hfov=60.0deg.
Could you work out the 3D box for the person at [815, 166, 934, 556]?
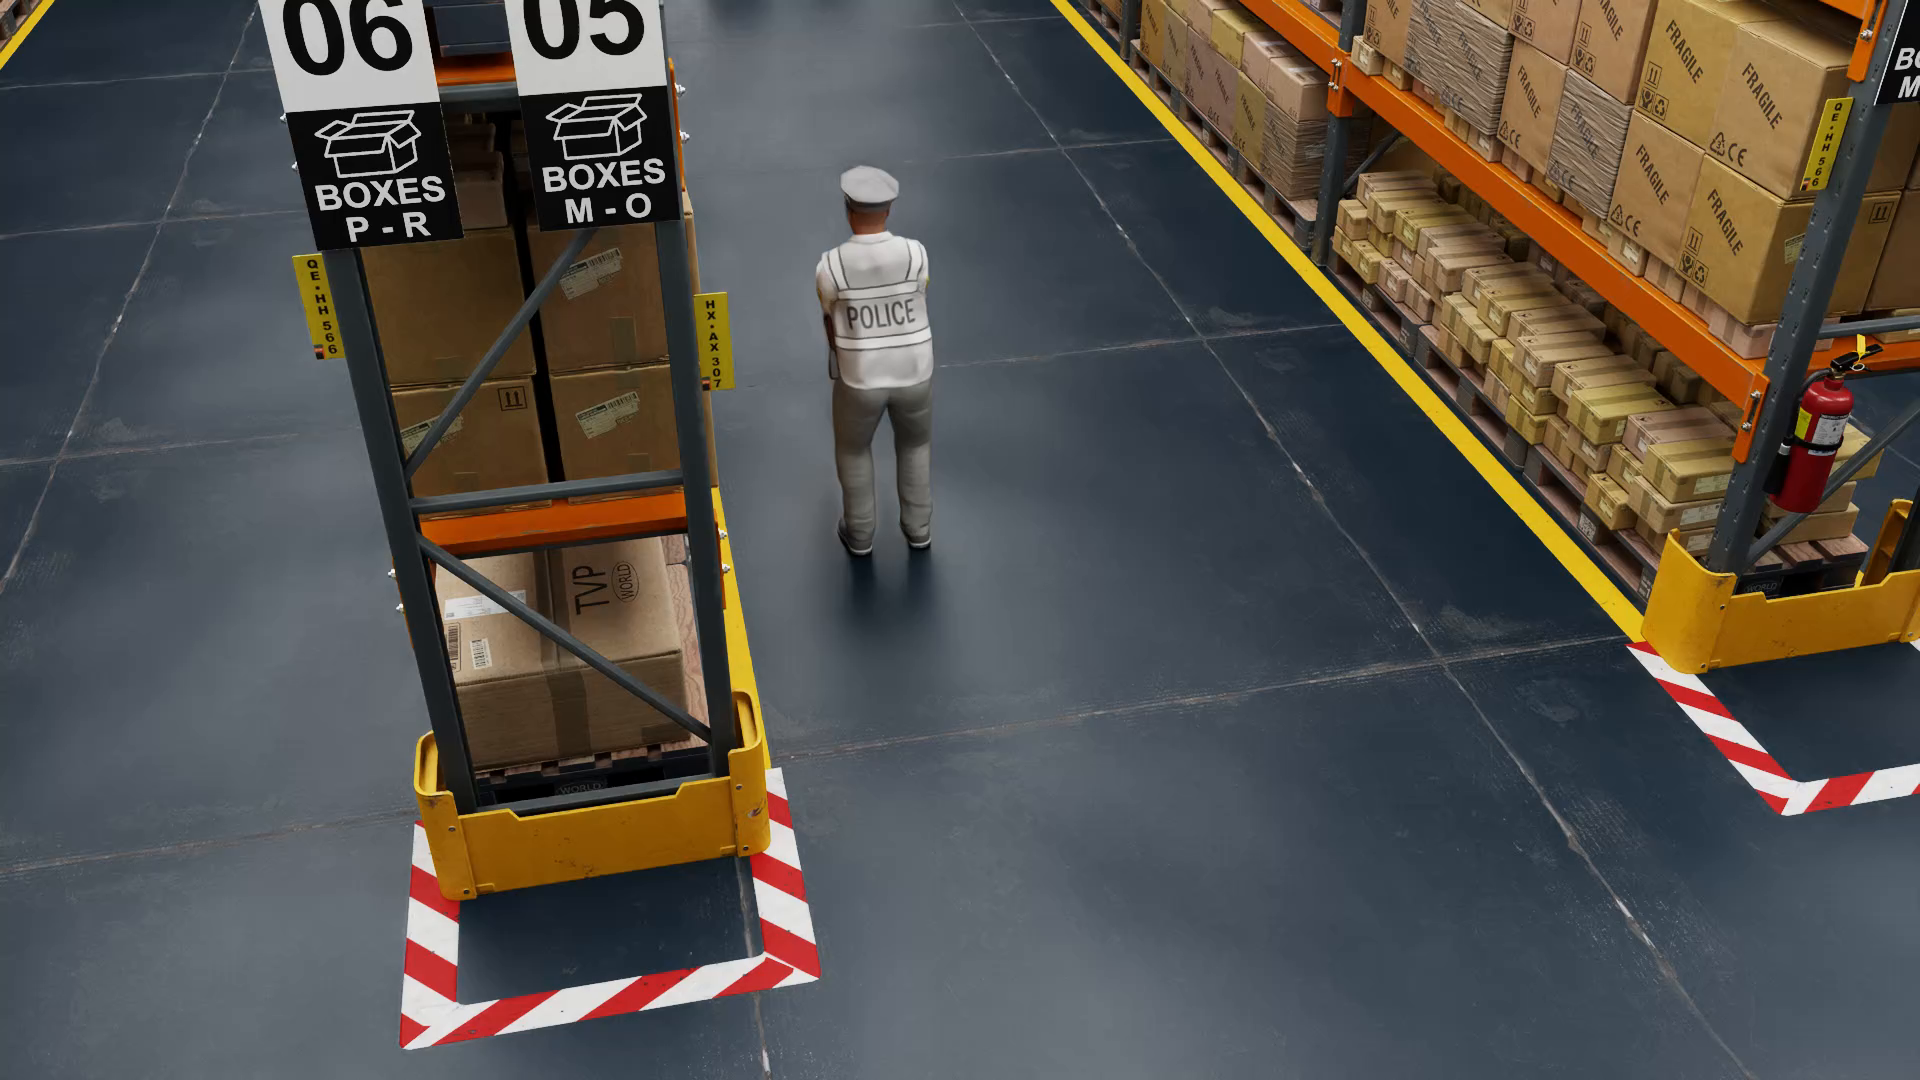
[{"bbox_3d":[-0.373,-0.765,7.271,0.486,1.753,0.589,-8,35,-11],"label":"person"}]
